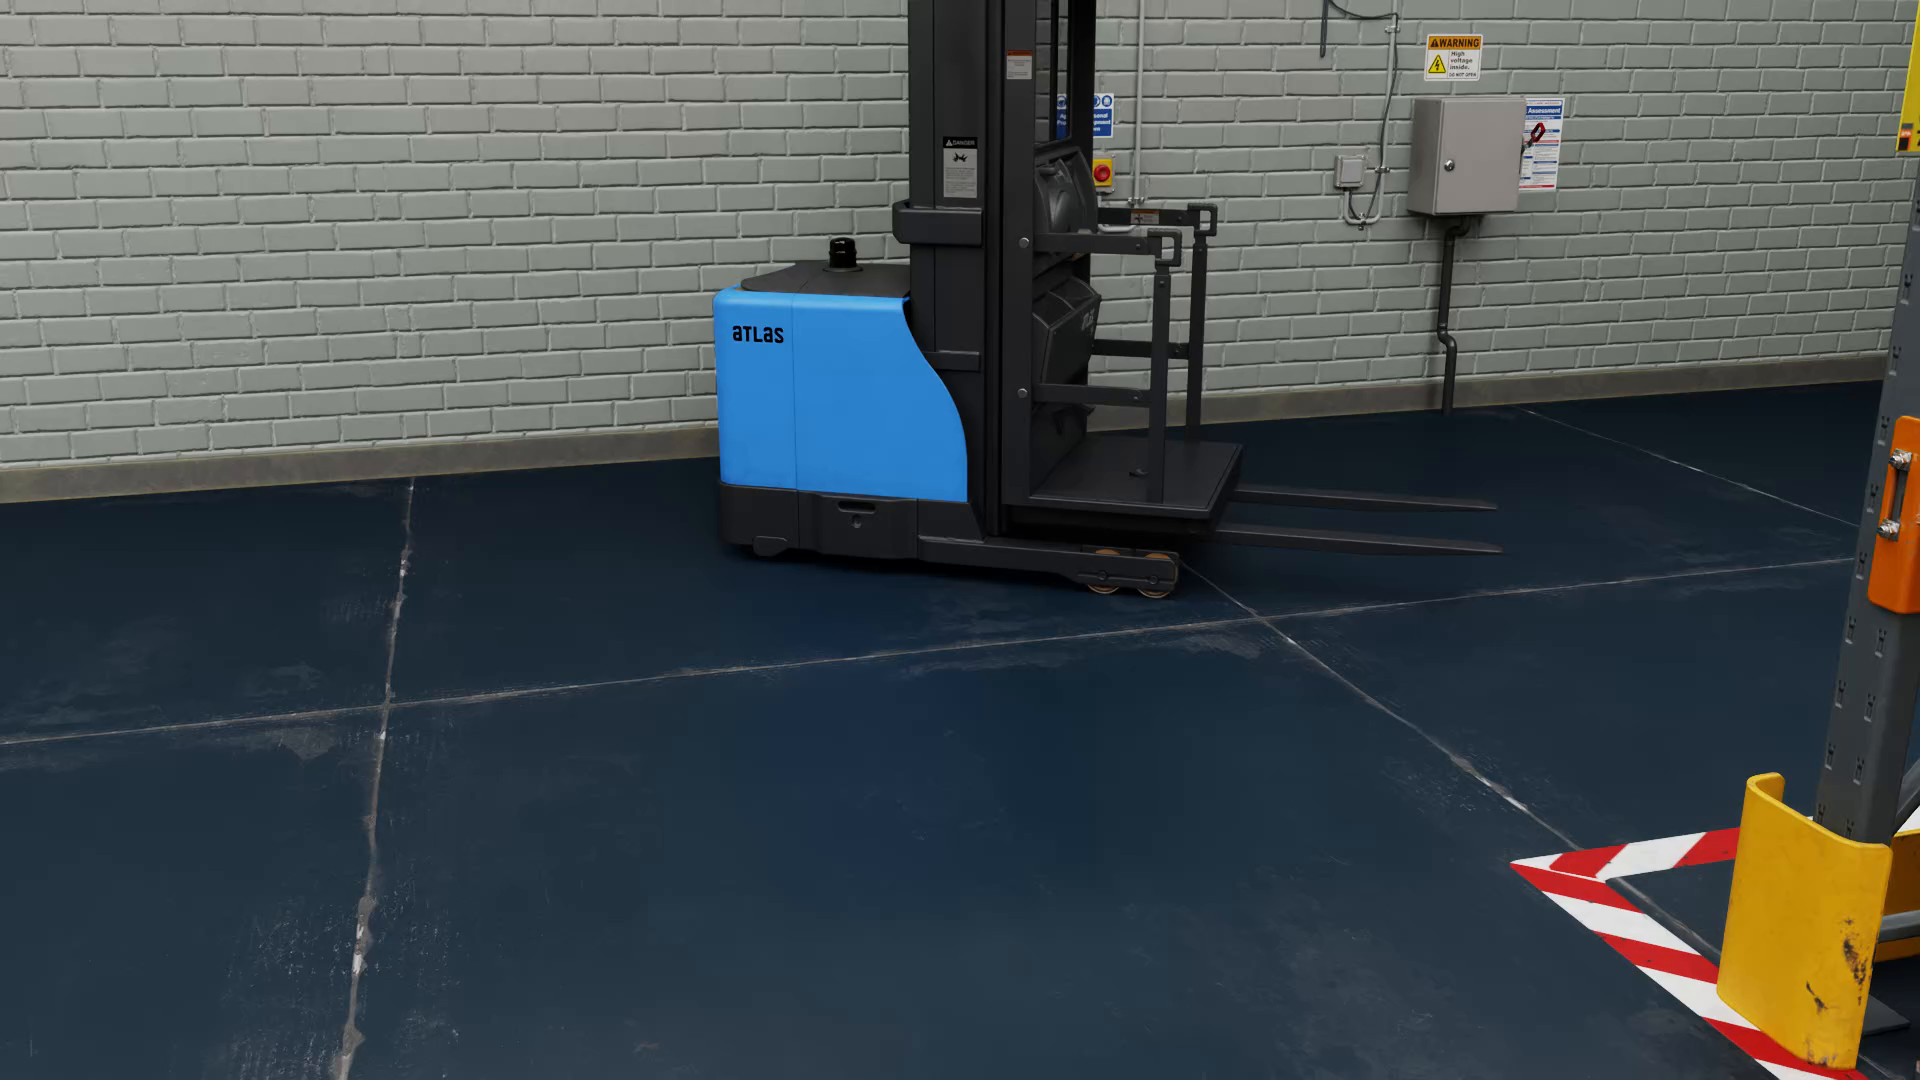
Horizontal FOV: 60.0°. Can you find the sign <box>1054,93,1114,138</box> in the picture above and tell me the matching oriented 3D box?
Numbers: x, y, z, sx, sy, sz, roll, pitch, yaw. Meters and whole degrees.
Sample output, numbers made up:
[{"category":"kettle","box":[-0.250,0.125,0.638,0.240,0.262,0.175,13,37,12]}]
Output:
[{"category":"sign","box":[0.622,-2.144,8.406,0.327,0.218,0.001,-5,17,-15]}]

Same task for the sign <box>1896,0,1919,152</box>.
[{"category":"sign","box":[1.722,-0.854,2.938,0.100,0.325,0.005,-5,17,-15]}]

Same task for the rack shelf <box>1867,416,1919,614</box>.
[{"category":"rack shelf","box":[2.807,0.454,1.477,1.077,0.370,4.000,-5,17,-15]}]

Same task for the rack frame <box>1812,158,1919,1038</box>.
[{"category":"rack frame","box":[2.257,-0.444,3.215,1.000,3.000,0.127,-5,17,-15]}]

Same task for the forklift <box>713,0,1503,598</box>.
[{"category":"forklift","box":[0.600,-1.355,6.369,3.031,2.935,1.130,5,17,15]}]

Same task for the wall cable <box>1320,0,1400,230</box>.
[{"category":"wall cable","box":[2.045,-2.603,8.639,0.588,1.984,0.122,-5,17,-15]}]

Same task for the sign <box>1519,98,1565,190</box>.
[{"category":"sign","box":[3.163,-2.178,9.154,0.329,0.494,0.001,-5,17,-15]}]

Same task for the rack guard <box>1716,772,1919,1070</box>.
[{"category":"rack guard","box":[2.250,0.747,3.597,1.175,0.500,0.348,-5,17,-15]}]

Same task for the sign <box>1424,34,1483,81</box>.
[{"category":"sign","box":[2.635,-2.576,8.877,0.339,0.242,0.001,-5,17,-15]}]

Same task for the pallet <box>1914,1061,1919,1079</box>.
[{"category":"pallet","box":[2.552,1.107,2.900,1.003,0.211,1.213,-5,17,-15]}]

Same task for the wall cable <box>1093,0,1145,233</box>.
[{"category":"wall cable","box":[0.685,-2.503,8.251,0.585,1.953,0.123,-5,17,-15]}]

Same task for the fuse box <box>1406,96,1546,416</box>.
[{"category":"fuse box","box":[2.745,-1.510,9.005,0.539,1.711,0.414,-5,17,-15]}]
